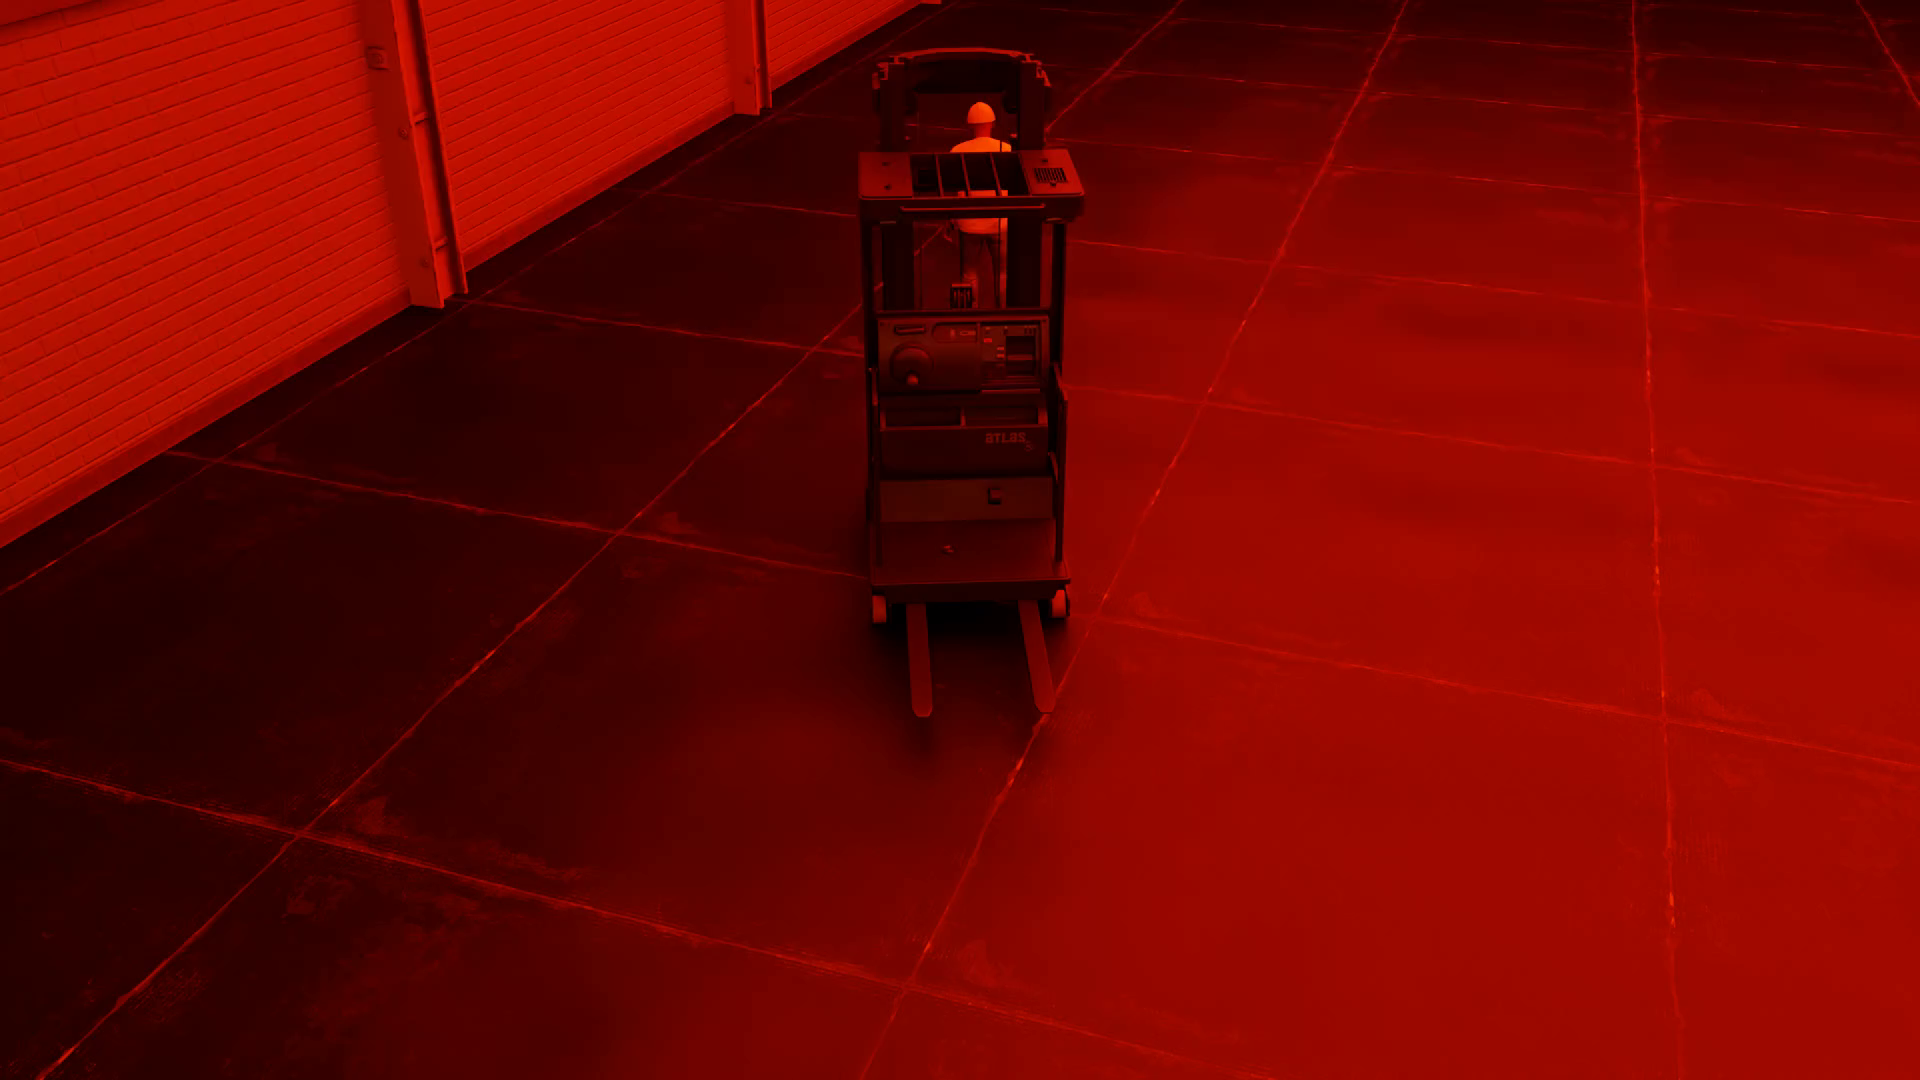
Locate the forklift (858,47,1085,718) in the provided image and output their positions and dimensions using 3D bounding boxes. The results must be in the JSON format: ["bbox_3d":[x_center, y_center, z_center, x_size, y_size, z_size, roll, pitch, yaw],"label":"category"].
[{"bbox_3d":[0.035,-0.972,8.842,1.130,2.935,3.031,-2,30,-3],"label":"forklift"}]

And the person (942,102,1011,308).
[{"bbox_3d":[0.178,-2.410,12.551,0.633,1.759,0.462,1,30,1],"label":"person"}]
